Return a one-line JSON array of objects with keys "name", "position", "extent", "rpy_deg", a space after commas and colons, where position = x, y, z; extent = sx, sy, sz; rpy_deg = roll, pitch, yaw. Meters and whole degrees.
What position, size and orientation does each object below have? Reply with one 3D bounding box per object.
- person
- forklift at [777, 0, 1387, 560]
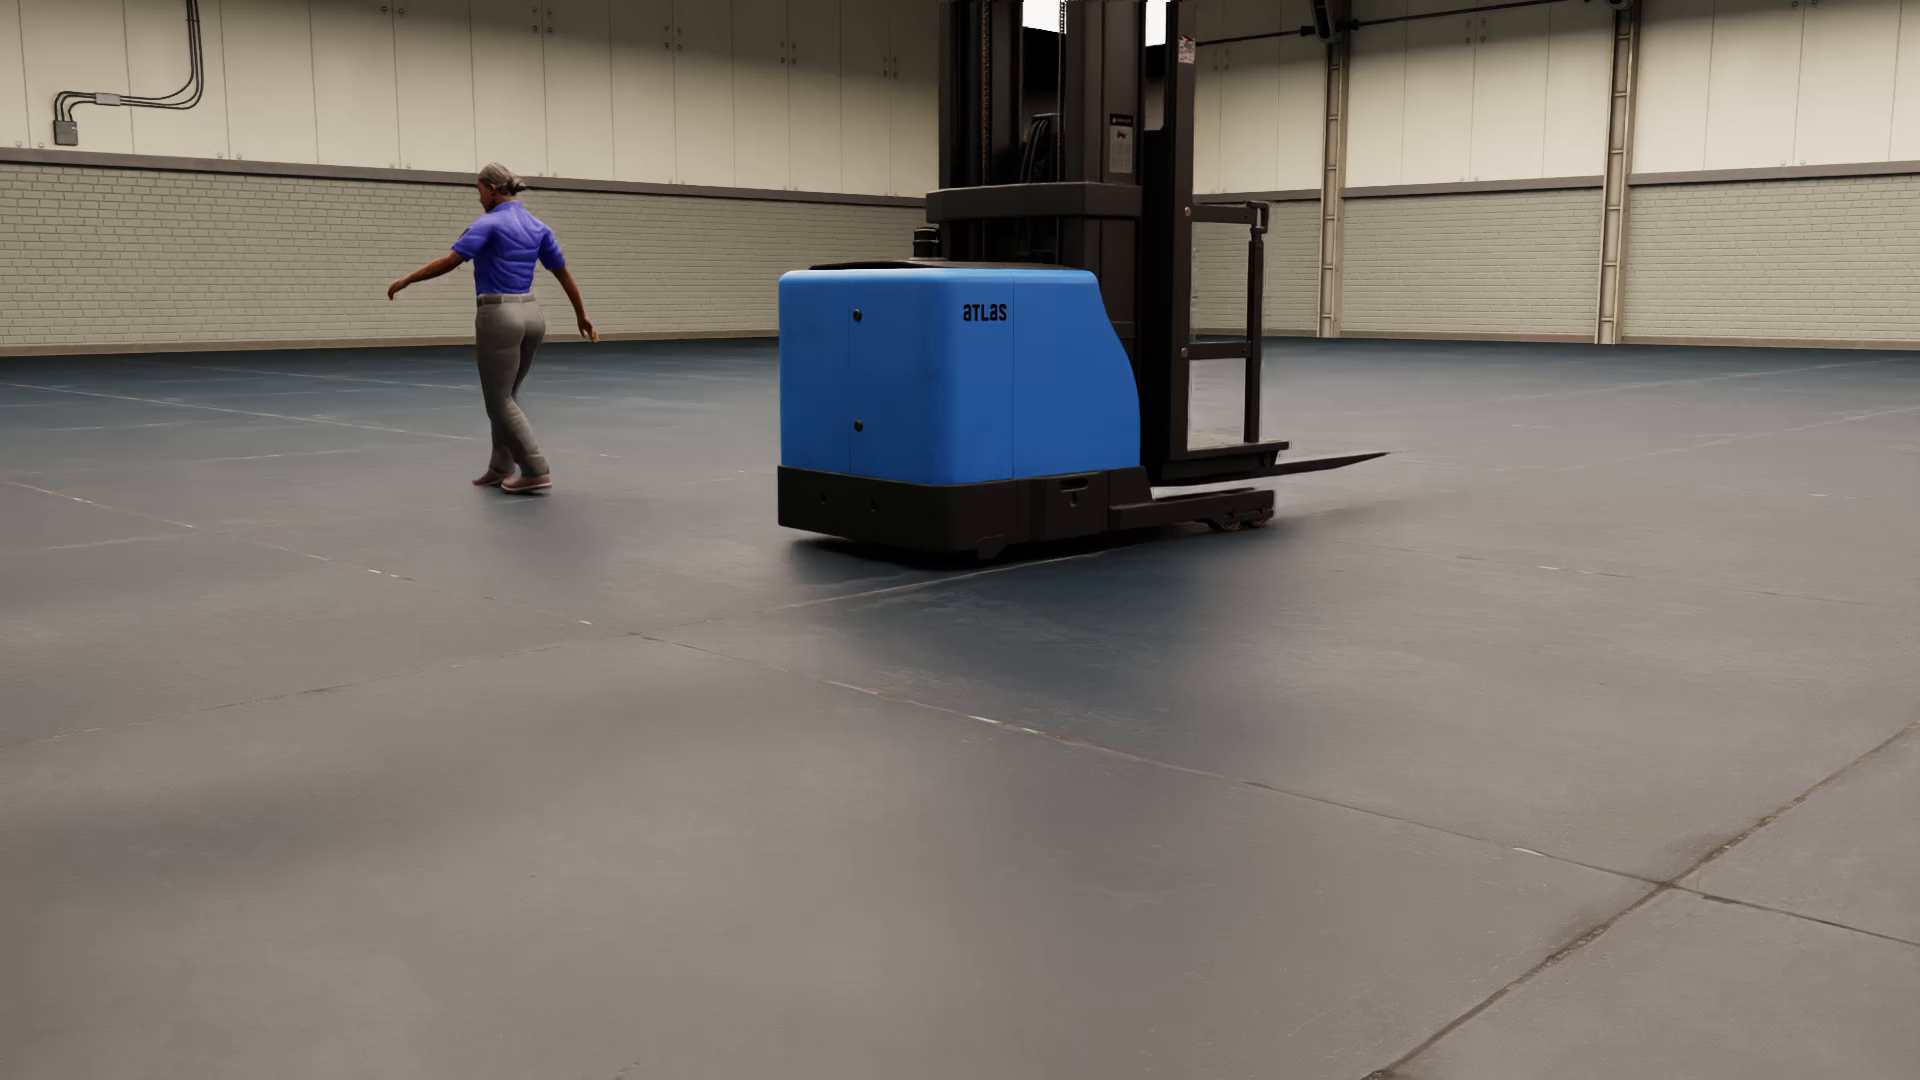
[{"name": "person", "position": [-2.289, -1.057, 8.347], "extent": [0.724, 1.639, 0.891], "rpy_deg": [5, 10, 28]}, {"name": "forklift", "position": [0.708, -1.535, 7.071], "extent": [3.031, 2.935, 1.130], "rpy_deg": [-8, 11, -41]}]
